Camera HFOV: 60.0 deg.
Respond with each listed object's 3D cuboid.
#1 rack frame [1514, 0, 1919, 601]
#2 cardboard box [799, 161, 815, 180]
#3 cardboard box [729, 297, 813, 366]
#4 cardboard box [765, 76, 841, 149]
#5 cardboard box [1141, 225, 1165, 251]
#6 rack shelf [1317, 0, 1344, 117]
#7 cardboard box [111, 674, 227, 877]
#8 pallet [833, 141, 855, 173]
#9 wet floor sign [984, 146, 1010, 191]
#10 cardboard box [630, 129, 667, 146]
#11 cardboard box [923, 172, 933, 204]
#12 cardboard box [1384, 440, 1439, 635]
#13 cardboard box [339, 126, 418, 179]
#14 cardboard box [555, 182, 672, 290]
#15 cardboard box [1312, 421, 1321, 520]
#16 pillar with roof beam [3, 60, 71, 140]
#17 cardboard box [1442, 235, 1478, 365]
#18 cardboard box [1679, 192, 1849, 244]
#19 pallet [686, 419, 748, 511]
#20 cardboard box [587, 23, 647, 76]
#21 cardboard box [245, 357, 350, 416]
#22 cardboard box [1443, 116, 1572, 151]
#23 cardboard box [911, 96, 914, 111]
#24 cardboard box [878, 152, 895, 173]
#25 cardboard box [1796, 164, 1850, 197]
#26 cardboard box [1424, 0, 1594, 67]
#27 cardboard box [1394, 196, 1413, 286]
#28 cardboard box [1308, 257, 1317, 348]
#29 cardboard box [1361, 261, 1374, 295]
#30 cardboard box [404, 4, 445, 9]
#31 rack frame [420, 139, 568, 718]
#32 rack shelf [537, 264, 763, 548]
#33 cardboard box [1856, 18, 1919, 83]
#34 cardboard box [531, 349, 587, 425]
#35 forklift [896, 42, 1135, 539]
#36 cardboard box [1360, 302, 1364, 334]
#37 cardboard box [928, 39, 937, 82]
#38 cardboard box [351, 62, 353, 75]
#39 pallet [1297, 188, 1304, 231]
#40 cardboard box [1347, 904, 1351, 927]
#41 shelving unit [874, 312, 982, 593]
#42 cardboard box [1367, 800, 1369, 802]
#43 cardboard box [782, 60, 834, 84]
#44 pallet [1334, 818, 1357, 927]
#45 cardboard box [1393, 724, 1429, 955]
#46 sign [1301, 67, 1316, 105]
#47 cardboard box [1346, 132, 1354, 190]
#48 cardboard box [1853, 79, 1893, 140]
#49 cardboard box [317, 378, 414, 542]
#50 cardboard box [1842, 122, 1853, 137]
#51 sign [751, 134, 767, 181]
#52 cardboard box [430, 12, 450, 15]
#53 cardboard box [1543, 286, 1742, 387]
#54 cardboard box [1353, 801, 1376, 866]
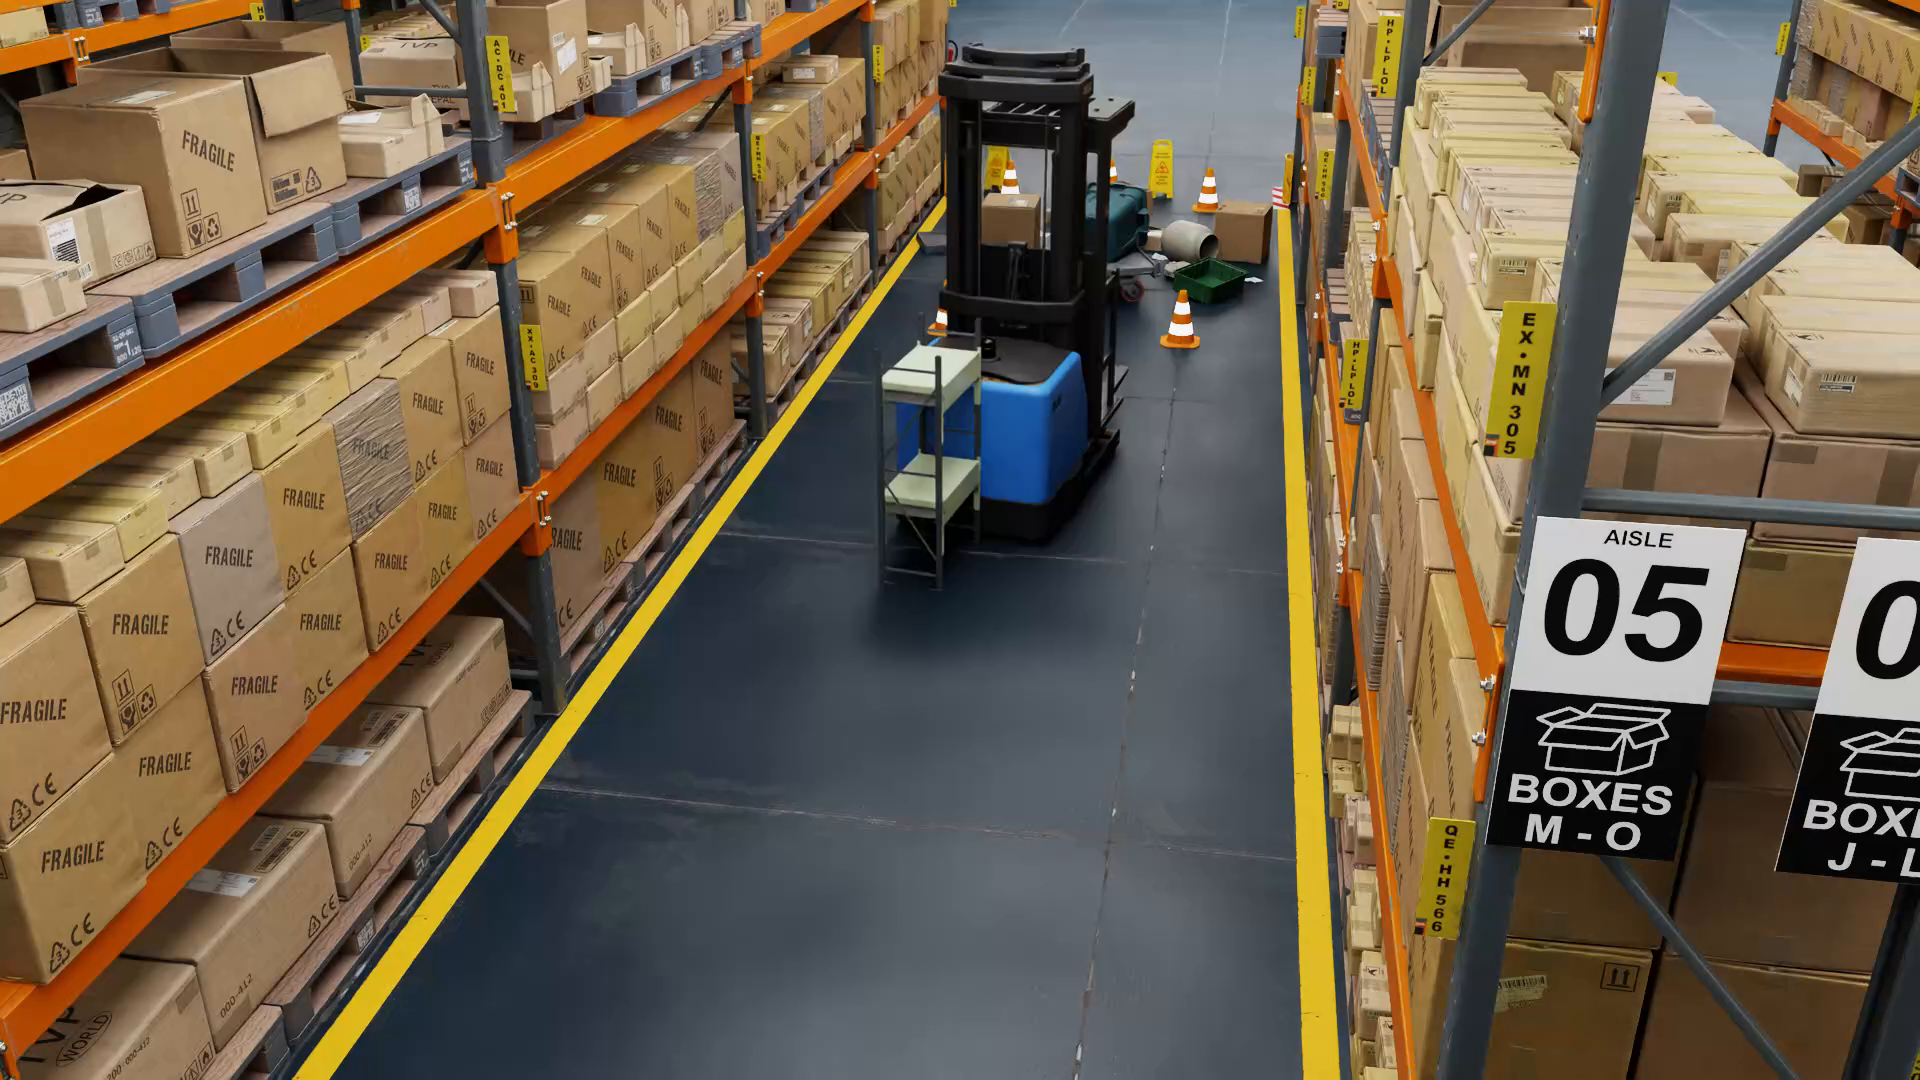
[{"bbox_3d":[1.654,-1.225,2.753,1.000,3.000,0.127,4,25,9],"label":"rack frame"},{"bbox_3d":[-1.390,-3.027,13.479,0.380,0.149,0.250,5,26,10],"label":"cardboard box"},{"bbox_3d":[-1.723,-1.700,13.447,0.950,0.372,0.625,4,25,8],"label":"cardboard box"},{"bbox_3d":[-1.304,-3.566,13.866,0.500,0.500,0.500,5,26,10],"label":"cardboard box"},{"bbox_3d":[2.079,-3.135,17.135,0.396,0.266,0.258,8,26,18],"label":"cardboard box"},{"bbox_3d":[3.289,-3.723,12.476,1.077,0.370,4.000,4,25,9],"label":"rack shelf"},{"bbox_3d":[-2.829,0.751,5.488,0.500,0.500,0.500,4,25,8],"label":"cardboard box"},{"bbox_3d":[-1.553,-3.431,14.768,1.003,0.211,1.213,4,25,9],"label":"pallet"},{"bbox_3d":[0.456,-4.440,19.474,0.267,0.644,0.232,13,28,26],"label":"wet floor sign"},{"bbox_3d":[-2.260,-2.464,11.177,0.500,0.500,0.500,3,25,7],"label":"cardboard box"},{"bbox_3d":[-0.590,-3.873,18.233,0.500,0.250,0.500,4,25,9],"label":"cardboard box"},{"bbox_3d":[1.726,-0.001,5.566,0.500,0.500,0.500,3,25,7],"label":"cardboard box"},{"bbox_3d":[-2.424,-1.562,6.694,0.380,0.149,0.250,5,25,10],"label":"cardboard box"},{"bbox_3d":[-2.018,-1.785,9.728,0.500,0.500,0.500,4,25,8],"label":"cardboard box"},{"bbox_3d":[2.516,-0.423,10.570,0.500,0.500,0.500,4,25,9],"label":"cardboard box"},{"bbox_3d":[-3.265,-5.524,11.936,9.100,9.000,0.400,4,25,9],"label":"pillar with roof beam"},{"bbox_3d":[1.647,-0.664,4.678,0.500,0.250,0.500,4,25,9],"label":"cardboard box"},{"bbox_3d":[2.223,-0.860,4.627,0.380,0.149,0.250,5,26,10],"label":"cardboard box"},{"bbox_3d":[-2.141,-0.567,11.713,1.003,0.211,1.213,4,25,9],"label":"pallet"},{"bbox_3d":[-1.948,-2.710,9.125,0.396,0.266,0.258,6,26,13],"label":"cardboard box"},{"bbox_3d":[-2.600,-0.593,6.415,0.380,0.149,0.250,3,25,7],"label":"cardboard box"},{"bbox_3d":[1.850,-1.338,5.650,0.380,0.149,0.250,3,25,7],"label":"cardboard box"},{"bbox_3d":[-0.685,-4.465,17.047,0.380,0.149,0.250,4,25,8],"label":"cardboard box"},{"bbox_3d":[-0.842,-3.682,16.177,0.380,0.149,0.250,4,25,9],"label":"cardboard box"},{"bbox_3d":[9.027,-3.612,17.382,0.500,0.500,0.500,9,27,18],"label":"cardboard box"},{"bbox_3d":[2.690,-2.414,8.213,0.797,0.503,0.637,4,25,8],"label":"cardboard box"},{"bbox_3d":[1.899,-1.086,6.171,0.500,0.250,0.500,4,25,8],"label":"cardboard box"},{"bbox_3d":[3.441,-2.029,13.705,1.050,0.750,0.750,4,25,9],"label":"cardboard box"},{"bbox_3d":[2.482,-1.470,9.452,0.380,0.149,0.250,5,26,10],"label":"cardboard box"},{"bbox_3d":[-5.954,-5.870,18.519,0.380,0.149,0.250,4,25,9],"label":"cardboard box"},{"bbox_3d":[-2.592,-0.482,8.241,1.000,3.000,0.127,4,25,9],"label":"rack frame"},{"bbox_3d":[-2.265,-0.992,10.181,1.077,0.370,4.000,4,25,9],"label":"rack shelf"},{"bbox_3d":[8.457,-4.399,14.962,0.500,0.500,0.500,4,25,9],"label":"cardboard box"},{"bbox_3d":[-2.242,-0.805,8.518,0.500,0.250,0.500,3,25,7],"label":"cardboard box"},{"bbox_3d":[0.530,-1.936,11.428,1.130,2.935,3.031,8,26,17],"label":"forklift"},{"bbox_3d":[2.435,-1.225,9.279,0.380,0.149,0.250,5,26,10],"label":"cardboard box"},{"bbox_3d":[-0.534,-5.225,17.907,0.500,0.500,0.500,4,25,9],"label":"cardboard box"},{"bbox_3d":[-5.871,-4.624,16.208,0.380,0.149,0.250,4,25,8],"label":"cardboard box"},{"bbox_3d":[4.216,-3.597,18.186,1.003,0.211,1.213,4,25,9],"label":"pallet"},{"bbox_3d":[1.760,1.595,6.671,0.380,0.149,0.250,3,25,7],"label":"cardboard box"},{"bbox_3d":[-0.181,-0.537,10.129,0.431,1.500,0.755,8,26,17],"label":"shelving unit"},{"bbox_3d":[1.929,1.244,7.071,0.380,0.149,0.250,3,25,6],"label":"cardboard box"},{"bbox_3d":[-1.259,-3.878,13.766,0.380,0.149,0.250,3,25,6],"label":"cardboard box"},{"bbox_3d":[2.233,1.365,7.585,1.003,0.211,1.213,4,25,9],"label":"pallet"},{"bbox_3d":[1.563,0.891,4.839,0.500,0.500,0.500,4,25,8],"label":"cardboard box"},{"bbox_3d":[3.068,-3.993,14.627,0.100,0.325,0.005,4,25,9],"label":"sign"},{"bbox_3d":[3.126,-2.751,11.791,0.700,0.500,0.500,4,25,8],"label":"cardboard box"},{"bbox_3d":[8.726,-3.928,15.134,0.875,0.500,0.500,4,25,9],"label":"cardboard box"},{"bbox_3d":[-2.562,-0.338,6.637,0.500,0.500,0.500,4,25,9],"label":"cardboard box"},{"bbox_3d":[8.613,-3.863,15.761,0.380,0.149,0.250,4,25,9],"label":"cardboard box"},{"bbox_3d":[-1.390,-2.642,11.490,0.100,0.325,0.005,4,25,9],"label":"sign"},{"bbox_3d":[-5.489,-5.612,17.966,0.380,0.149,0.250,5,25,10],"label":"cardboard box"},{"bbox_3d":[1.534,-0.463,3.779,0.380,0.149,0.250,4,25,9],"label":"cardboard box"},{"bbox_3d":[1.809,1.212,6.788,0.380,0.149,0.250,5,25,10],"label":"cardboard box"}]
